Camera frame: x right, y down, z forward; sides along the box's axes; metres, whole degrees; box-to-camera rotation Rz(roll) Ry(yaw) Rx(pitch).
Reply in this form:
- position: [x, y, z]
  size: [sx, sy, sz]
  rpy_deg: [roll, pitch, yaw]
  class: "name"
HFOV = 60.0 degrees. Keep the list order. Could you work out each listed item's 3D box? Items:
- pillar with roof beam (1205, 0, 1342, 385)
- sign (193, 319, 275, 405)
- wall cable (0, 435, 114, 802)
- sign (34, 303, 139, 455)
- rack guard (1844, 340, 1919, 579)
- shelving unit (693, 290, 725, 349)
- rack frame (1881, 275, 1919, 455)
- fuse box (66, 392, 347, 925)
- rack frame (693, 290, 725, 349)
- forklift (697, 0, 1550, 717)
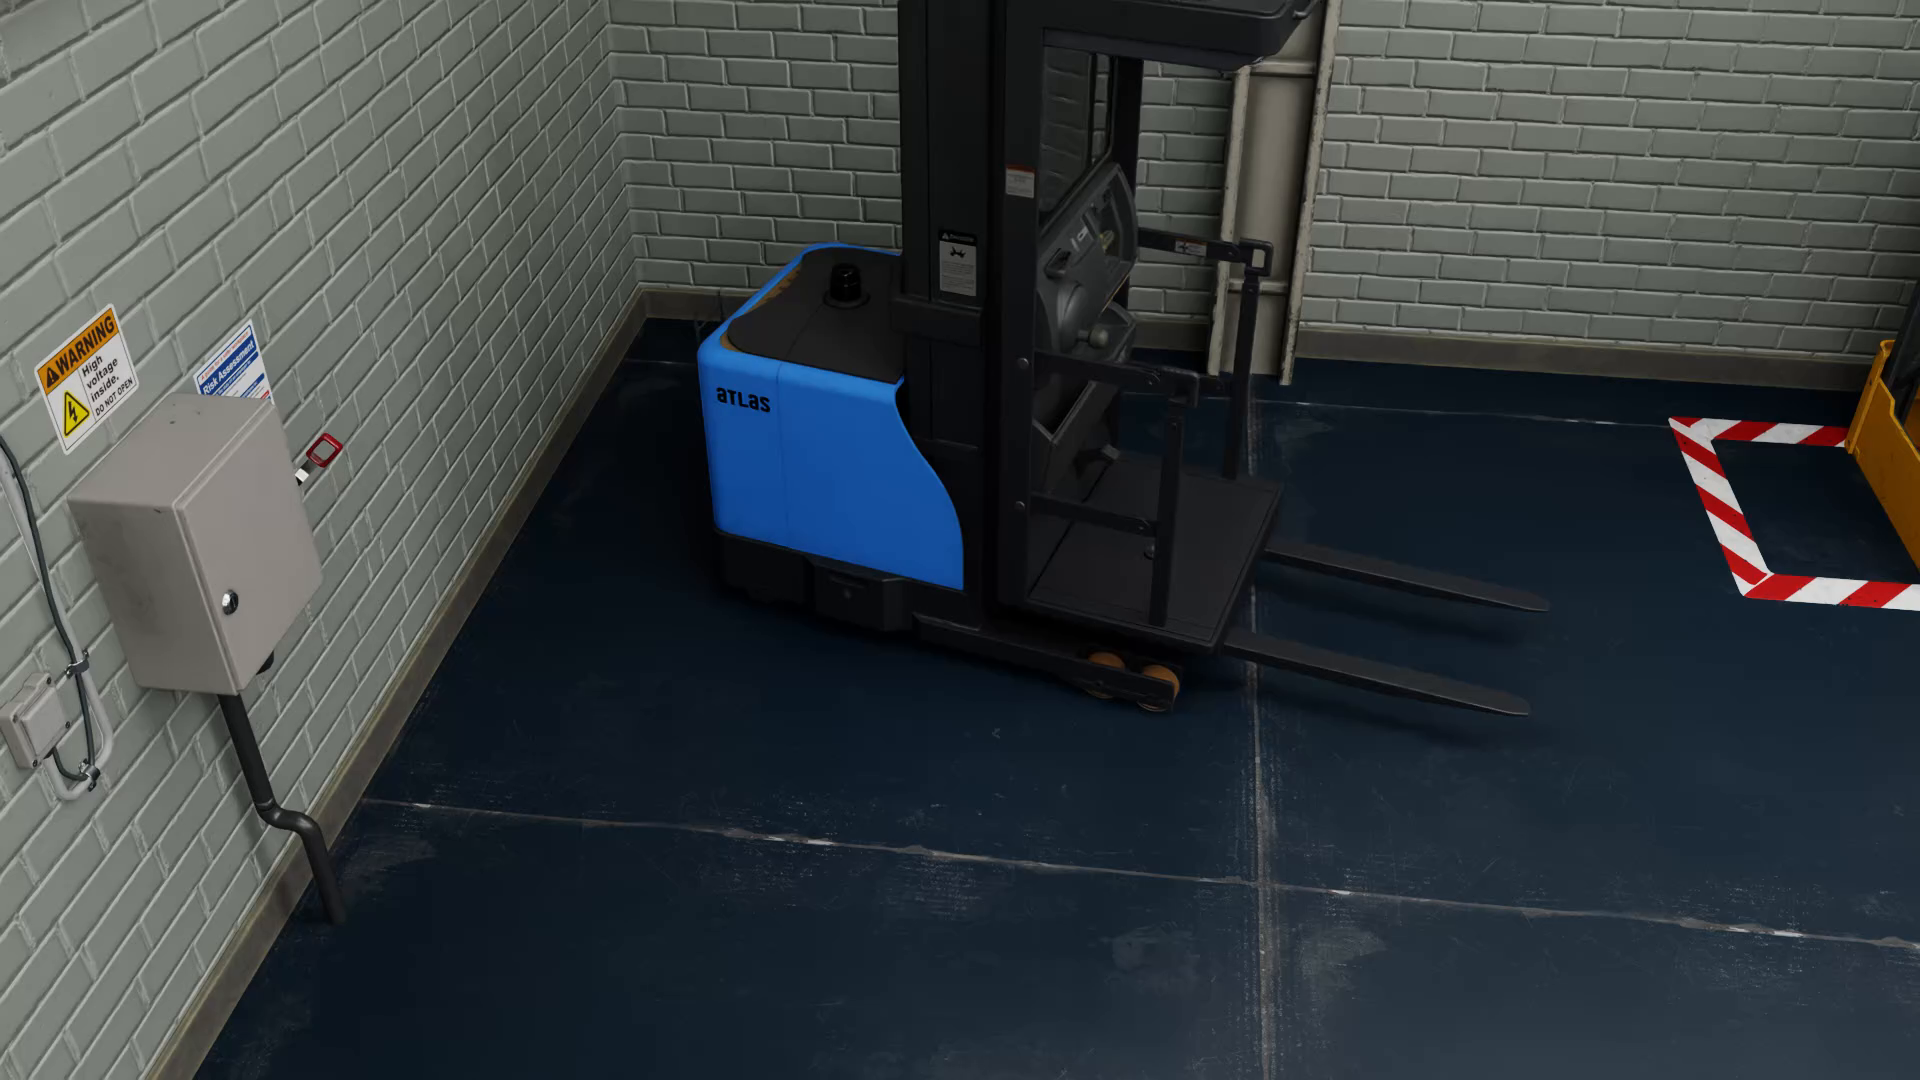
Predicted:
- position: [0.820, -2.008, 1.817]
  size: [0.400, 9.000, 9.100]
  rpy_deg: [4, 36, 6]
  class: "pillar with roof beam"
- position: [-2.027, -0.332, 4.715]
  size: [0.001, 0.494, 0.329]
  rpy_deg: [4, 36, 6]
  class: "sign"
- position: [-2.128, -0.103, 3.437]
  size: [0.122, 1.984, 0.588]
  rpy_deg: [4, 36, 6]
  class: "wall cable"
- position: [-2.097, -0.390, 4.004]
  size: [0.001, 0.242, 0.339]
  rpy_deg: [4, 36, 6]
  class: "sign"
- position: [4.003, -0.305, 6.746]
  size: [0.348, 0.500, 1.175]
  rpy_deg: [4, 36, 6]
  class: "rack guard"
- position: [-0.870, -0.541, 6.725]
  size: [0.210, 0.900, 0.258]
  rpy_deg: [8, 36, 16]
  class: "shelving unit"
- position: [3.927, -1.328, 6.028]
  size: [0.127, 3.000, 1.000]
  rpy_deg: [4, 36, 6]
  class: "rack frame"
- position: [-1.885, 0.454, 4.641]
  size: [0.414, 1.711, 0.539]
  rpy_deg: [4, 36, 6]
  class: "fuse box"
- position: [-0.967, -0.555, 6.753]
  size: [0.006, 0.900, 0.240]
  rpy_deg: [8, 36, 16]
  class: "rack frame"
- position: [0.619, -0.935, 5.538]
  size: [3.031, 2.935, 1.130]
  rpy_deg: [13, 38, 18]
  class: "forklift"
